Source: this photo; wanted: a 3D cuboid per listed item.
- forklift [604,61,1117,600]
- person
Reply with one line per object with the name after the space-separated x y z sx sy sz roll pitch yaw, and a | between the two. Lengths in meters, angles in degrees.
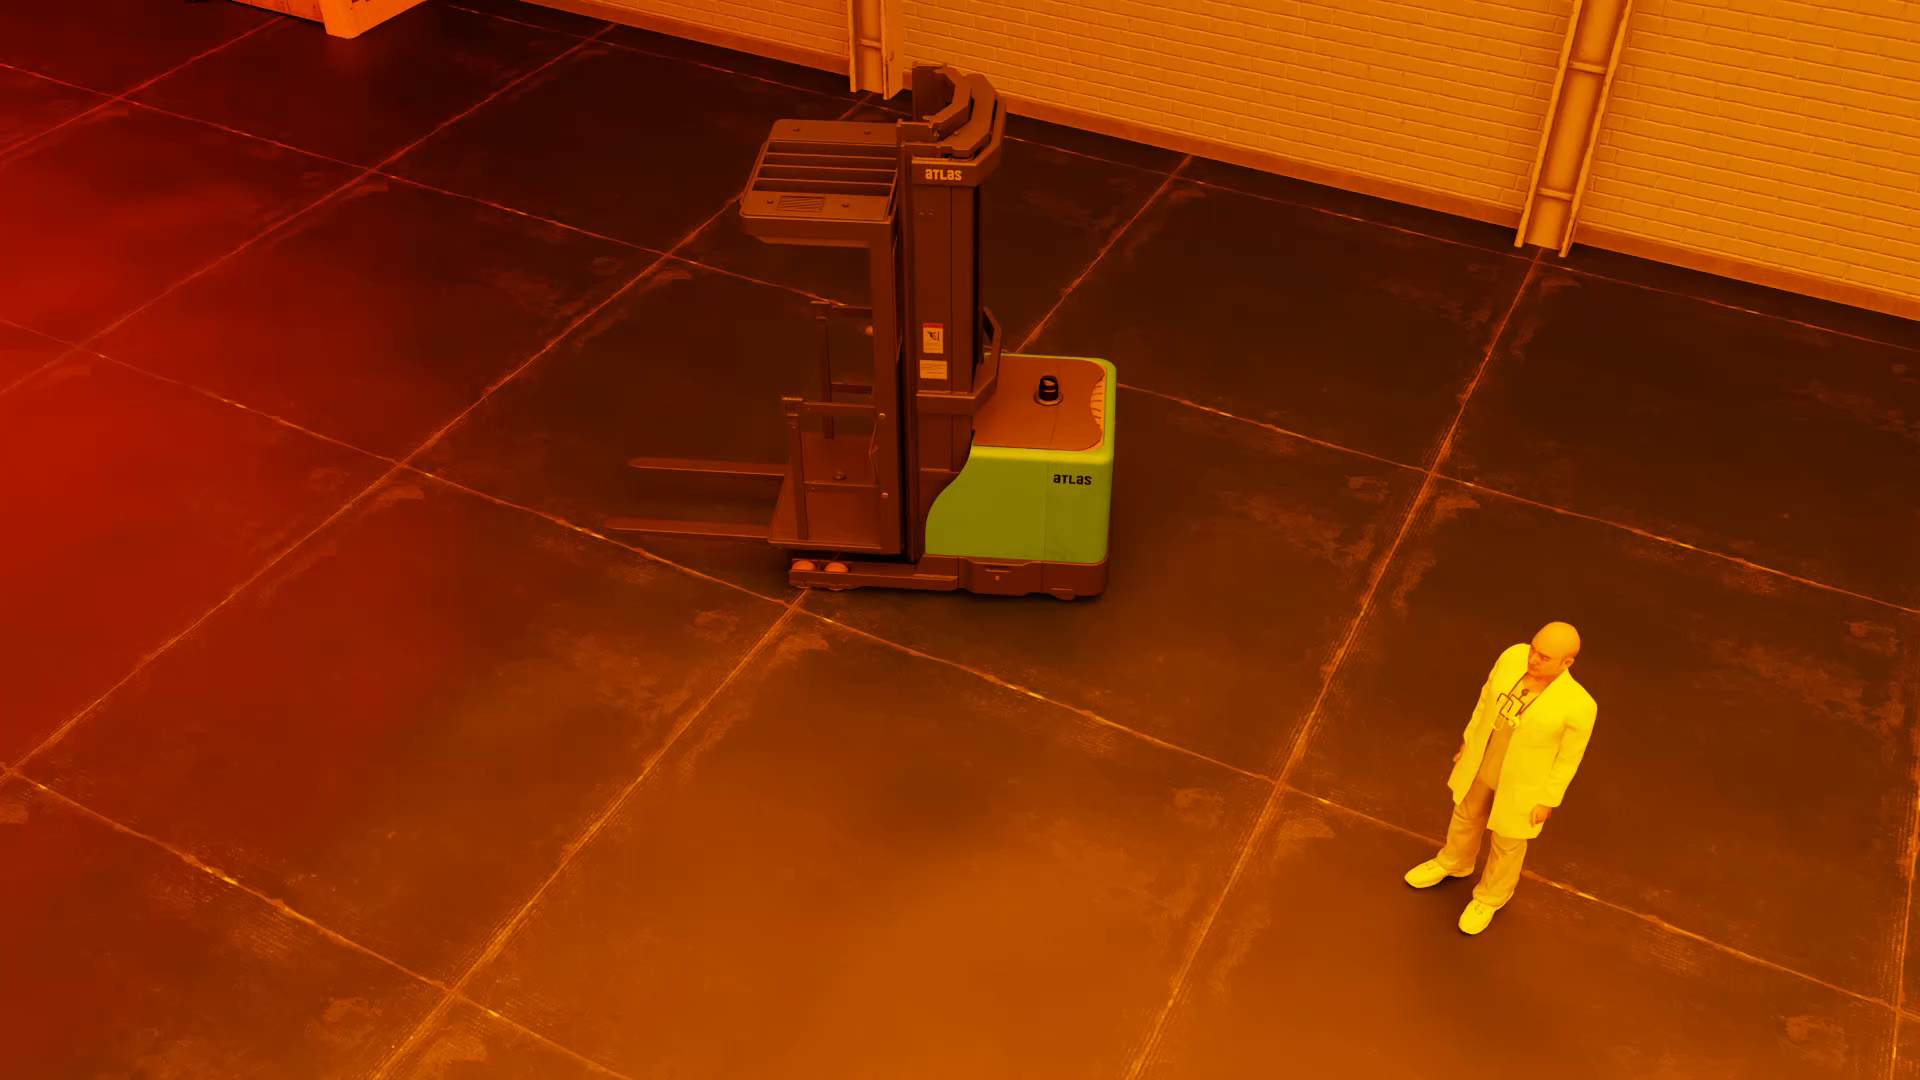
-0.606 -1.157 9.360 3.031 2.935 1.130 3 40 4 | forklift
2.482 1.170 7.686 0.391 1.530 0.550 -23 45 -25 | person
